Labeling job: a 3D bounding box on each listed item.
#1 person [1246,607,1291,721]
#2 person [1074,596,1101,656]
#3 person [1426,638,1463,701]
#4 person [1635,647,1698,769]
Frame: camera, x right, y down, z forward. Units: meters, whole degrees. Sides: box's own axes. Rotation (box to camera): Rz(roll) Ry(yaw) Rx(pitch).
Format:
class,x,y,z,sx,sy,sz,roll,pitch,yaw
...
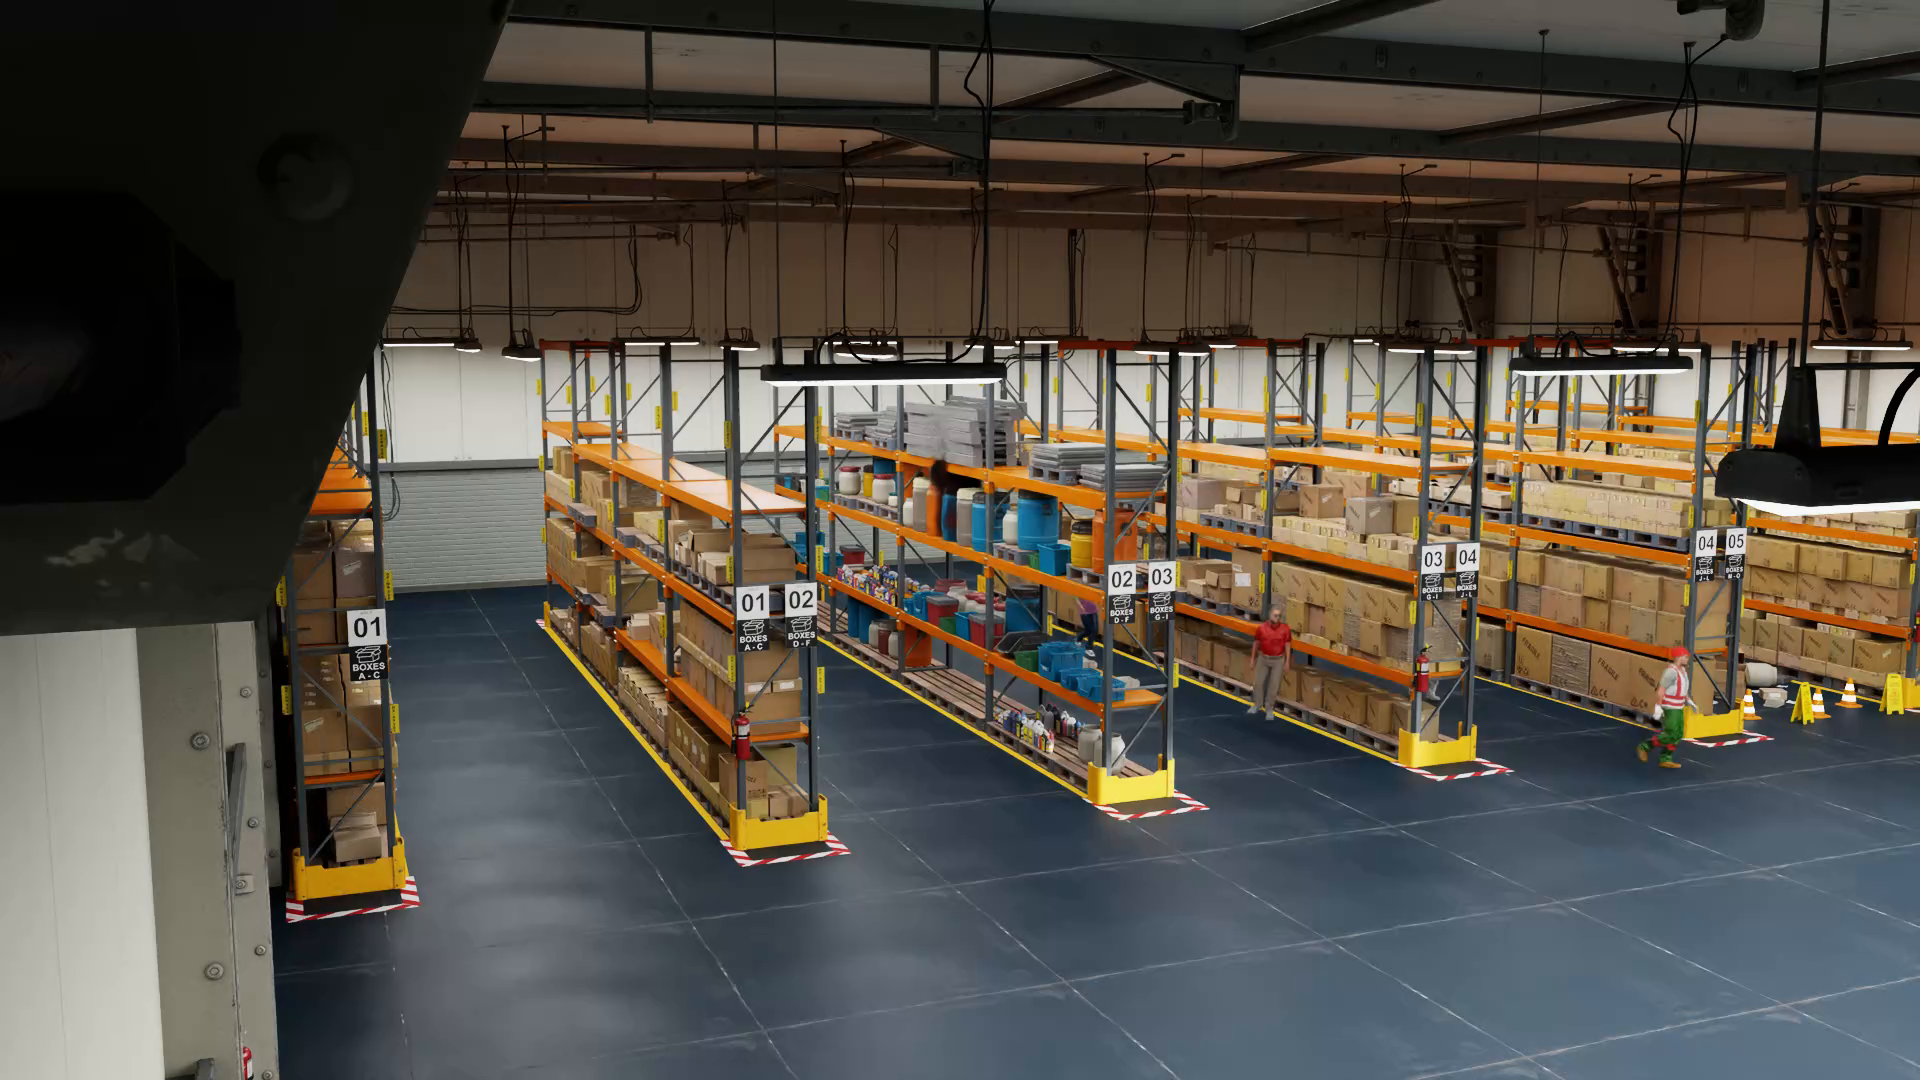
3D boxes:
class,x,y,z,sx,sy,sz,roll,pitch,yaw
person,4.746,1.890,25.550,0.655,1.766,0.462,2,8,12
person,2.334,1.327,30.460,0.520,1.562,0.562,-4,8,-28
person,8.021,1.839,27.896,0.691,1.768,0.704,-2,8,-15
person,10.103,2.380,23.709,0.653,1.758,0.705,6,9,38
